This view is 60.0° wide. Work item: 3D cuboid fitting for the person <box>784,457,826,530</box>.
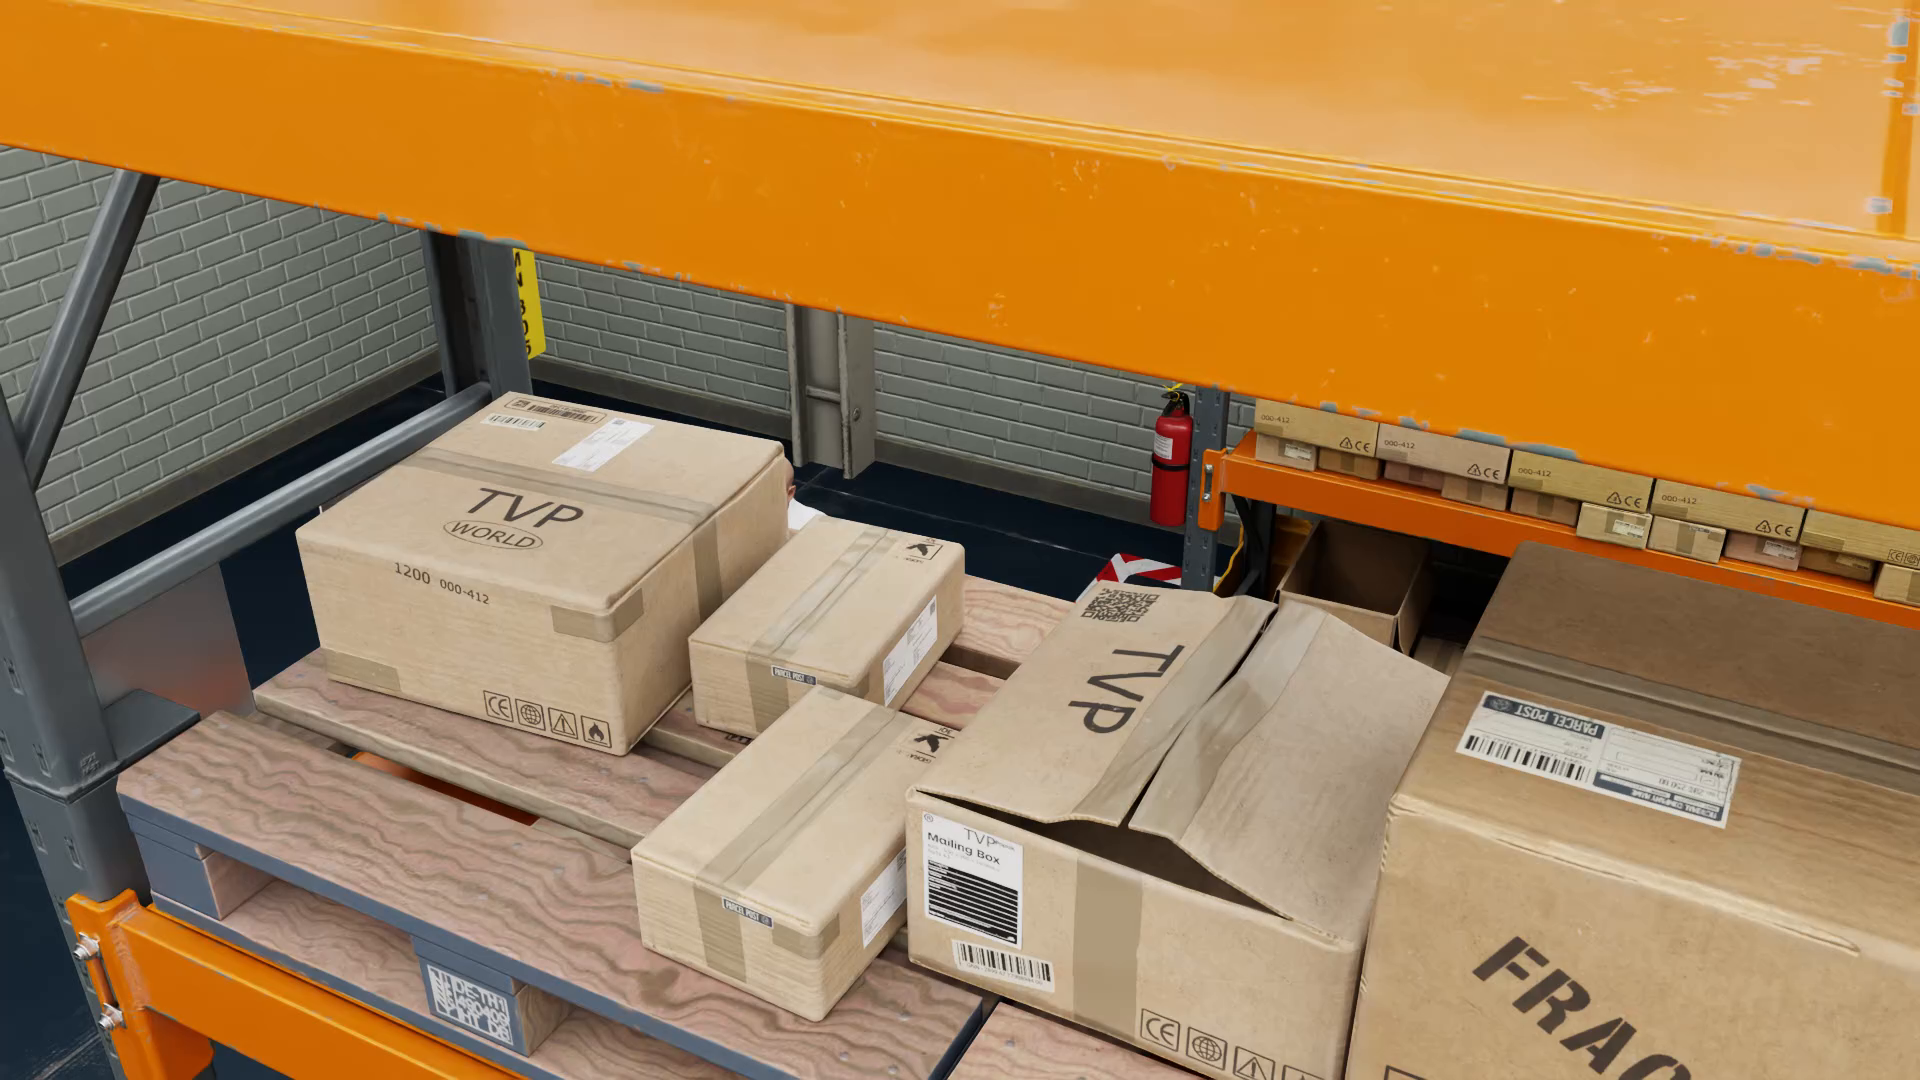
[{"bbox_3d":[-0.685,0.444,6.365,0.653,1.774,0.423,12,32,21],"label":"person"}]
